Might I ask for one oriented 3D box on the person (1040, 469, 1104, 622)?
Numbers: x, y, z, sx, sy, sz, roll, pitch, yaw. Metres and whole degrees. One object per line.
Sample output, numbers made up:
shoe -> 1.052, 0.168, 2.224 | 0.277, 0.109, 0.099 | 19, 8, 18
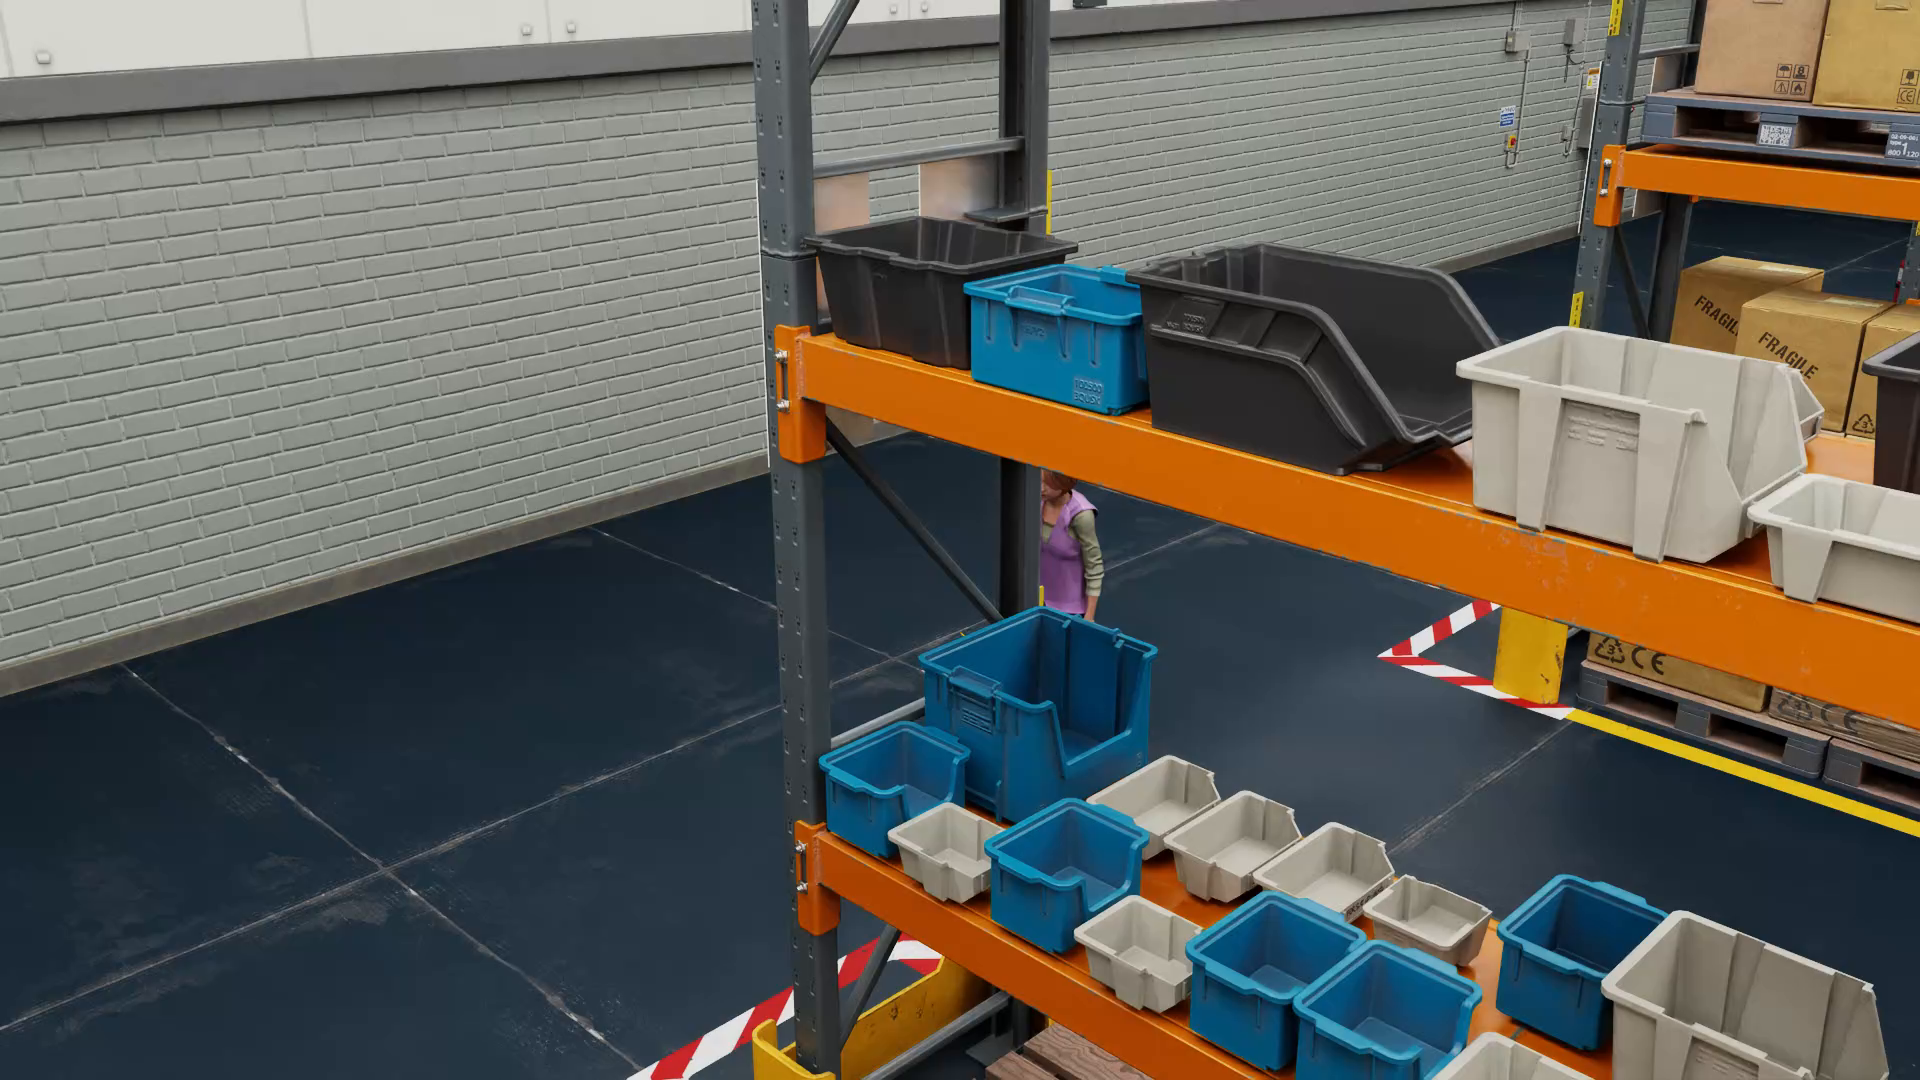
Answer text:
person -> 0.447, 0.316, 7.768 | 0.485, 1.594, 0.341 | 17, 27, 38
